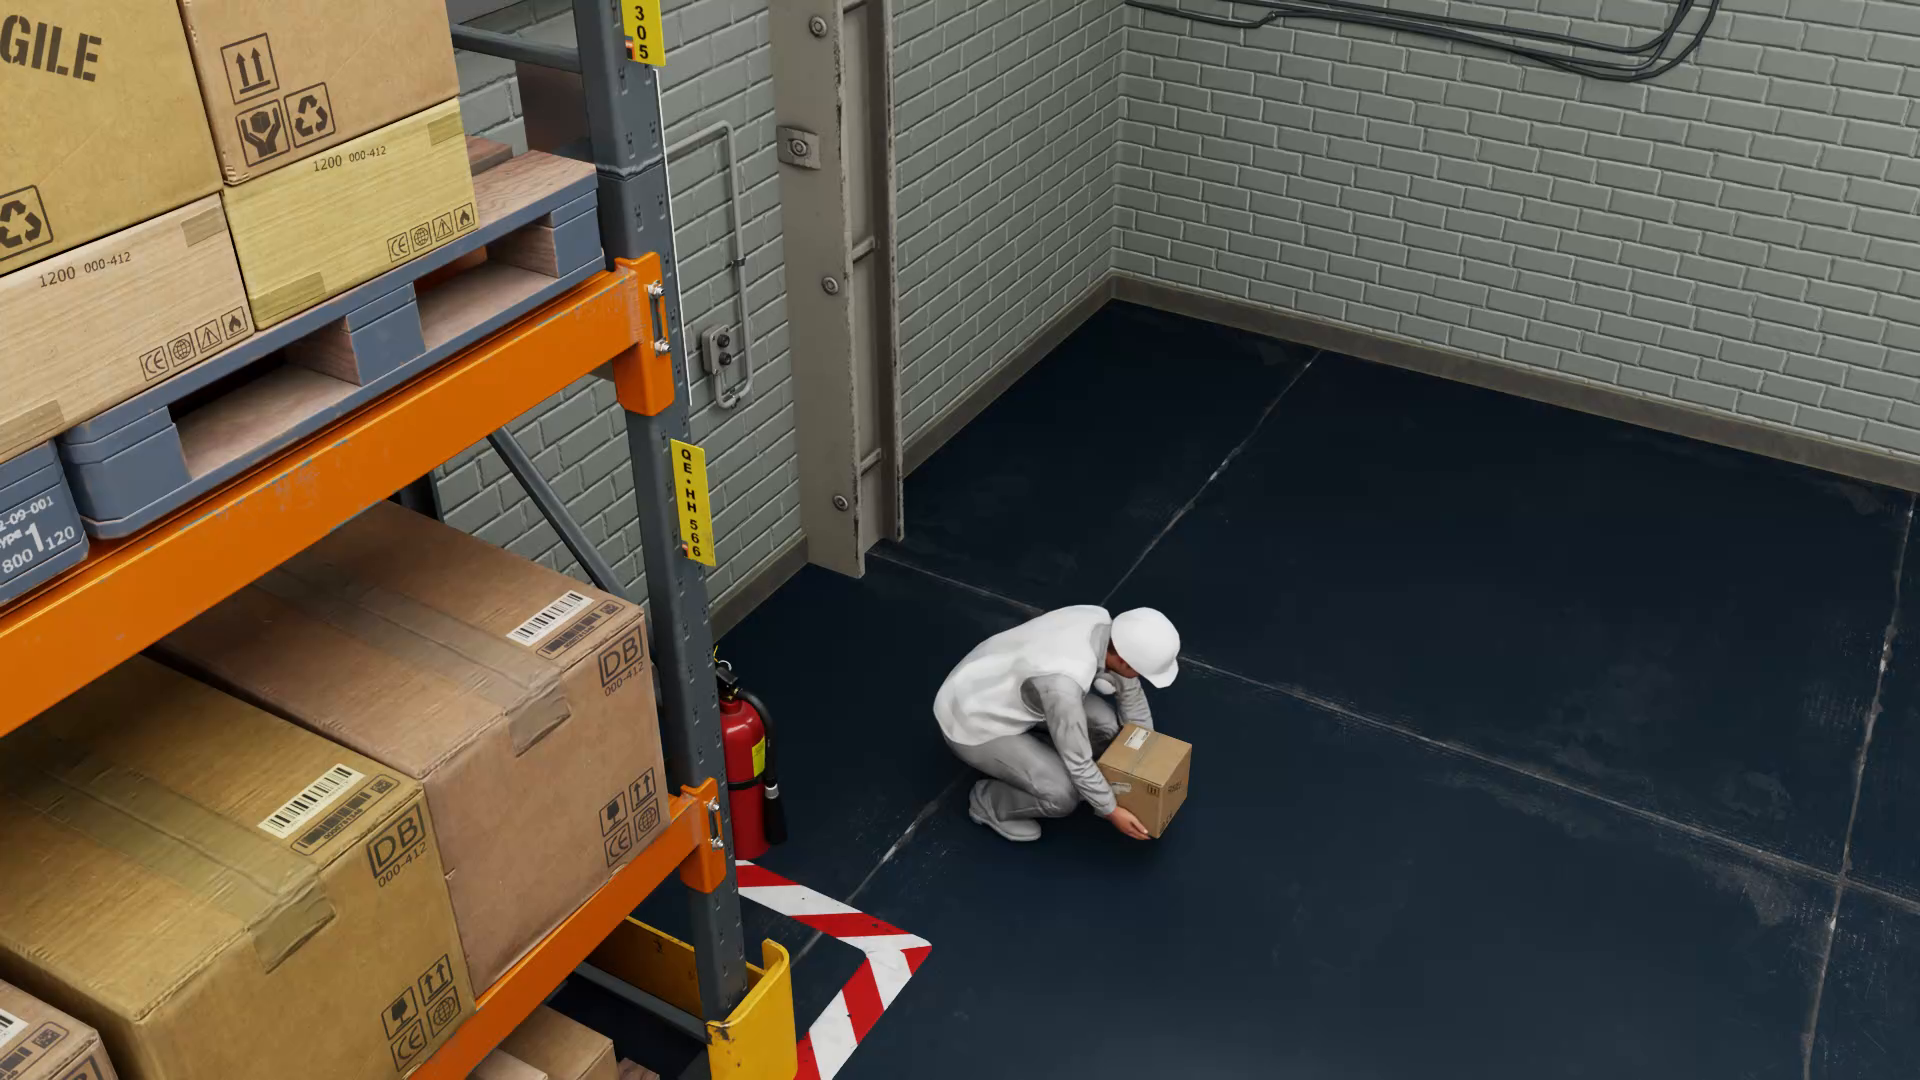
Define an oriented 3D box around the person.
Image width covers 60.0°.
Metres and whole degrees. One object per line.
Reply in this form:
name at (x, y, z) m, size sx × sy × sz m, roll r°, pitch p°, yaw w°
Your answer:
person at (0.351, 0.605, 5.918) m, size 0.867 × 1.002 × 0.539 m, roll 18°, pitch 38°, yaw 24°
